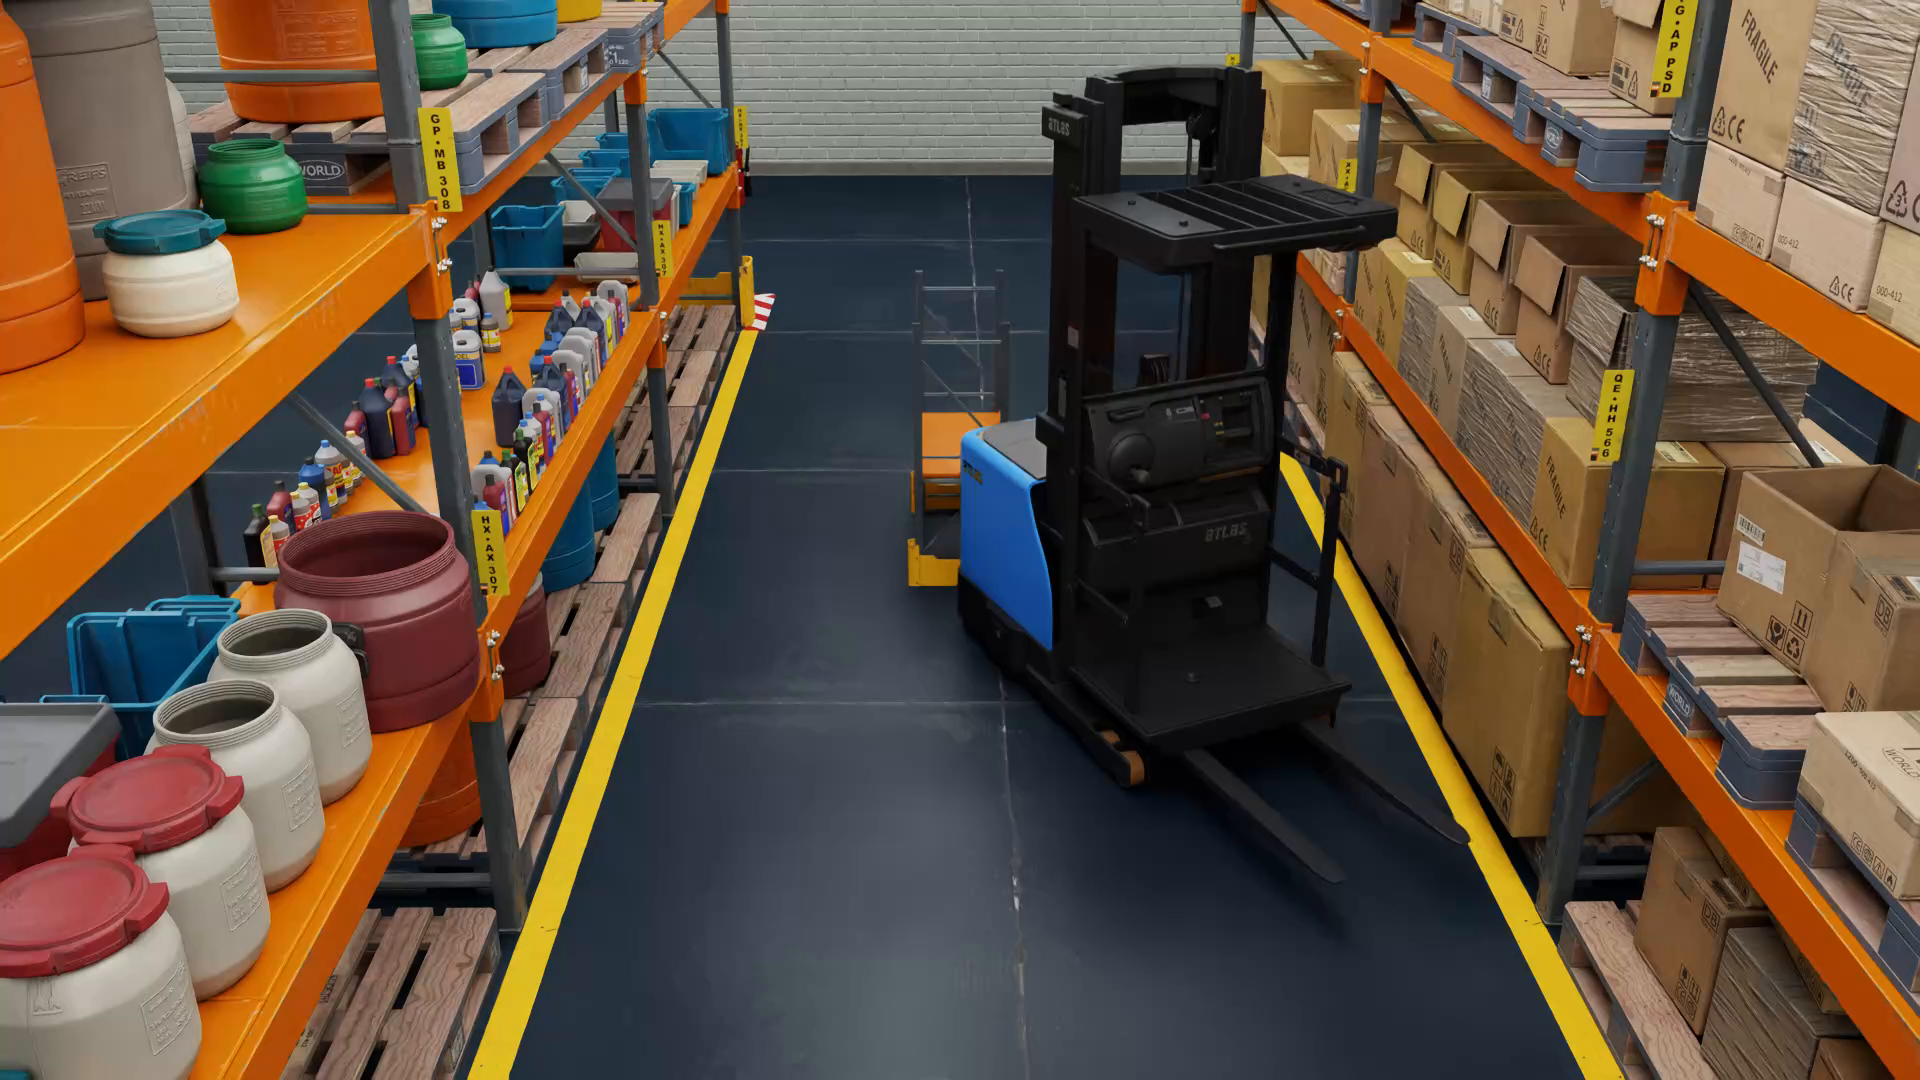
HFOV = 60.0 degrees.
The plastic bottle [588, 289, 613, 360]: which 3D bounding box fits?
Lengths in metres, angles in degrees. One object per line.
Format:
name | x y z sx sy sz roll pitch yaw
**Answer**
plastic bottle | -1.896 -1.122 8.651 0.144 0.351 0.185 0 24 -1

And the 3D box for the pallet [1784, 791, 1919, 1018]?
pallet | 2.826 1.007 4.116 1.003 0.211 1.213 0 24 -1

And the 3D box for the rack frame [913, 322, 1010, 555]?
rack frame | 0.006 -0.439 8.900 0.500 1.500 0.032 0 24 -1

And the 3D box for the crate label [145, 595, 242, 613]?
crate label | -2.559 0.378 5.477 0.303 0.233 0.416 0 24 -1

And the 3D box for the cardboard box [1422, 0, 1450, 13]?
cardboard box | 2.736 -2.909 8.270 0.700 0.500 0.500 0 24 1

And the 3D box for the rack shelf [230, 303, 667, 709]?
rack shelf | -2.211 -0.370 7.801 1.077 0.370 4.000 0 24 -1

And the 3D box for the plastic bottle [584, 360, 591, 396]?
plastic bottle | -1.866 -0.809 8.139 0.097 0.201 0.097 0 24 0

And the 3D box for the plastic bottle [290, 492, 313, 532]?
plastic bottle | -2.606 -0.090 6.551 0.097 0.201 0.097 0 24 0

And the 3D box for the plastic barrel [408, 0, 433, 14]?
plastic barrel | -2.359 -2.223 6.711 0.433 0.535 0.433 0 24 0

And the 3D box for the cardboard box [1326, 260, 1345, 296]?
cardboard box | 2.389 -1.554 9.850 0.380 0.149 0.250 0 24 0

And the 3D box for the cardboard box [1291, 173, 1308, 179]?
cardboard box | 2.439 -2.216 10.830 0.500 0.250 0.500 0 24 1

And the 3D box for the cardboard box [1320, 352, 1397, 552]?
cardboard box | 2.747 -0.504 9.292 1.225 0.875 0.875 0 24 0

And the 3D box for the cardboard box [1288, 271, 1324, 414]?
cardboard box | 2.783 -1.410 11.297 0.875 0.875 0.875 0 24 -1

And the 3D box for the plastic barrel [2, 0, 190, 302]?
plastic barrel | -2.397 -1.129 4.358 0.600 0.901 0.600 0 24 0

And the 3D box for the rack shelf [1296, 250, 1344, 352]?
rack shelf | 2.698 -2.040 11.494 1.077 0.370 4.000 0 24 -1

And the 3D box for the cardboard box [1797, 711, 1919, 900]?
cardboard box | 2.552 0.673 4.295 0.500 0.250 0.500 -1 24 -2

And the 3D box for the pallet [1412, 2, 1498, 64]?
pallet | 2.779 -2.446 8.110 0.805 0.209 1.217 -1 24 -3

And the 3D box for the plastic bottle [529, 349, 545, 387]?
plastic bottle | -2.016 -0.785 8.001 0.097 0.271 0.097 0 24 0

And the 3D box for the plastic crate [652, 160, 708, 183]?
plastic crate | -2.087 -2.742 12.420 0.396 0.136 0.243 0 24 -1

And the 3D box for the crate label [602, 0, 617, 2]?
crate label | -1.949 -2.971 9.360 0.293 0.136 0.466 0 24 -1

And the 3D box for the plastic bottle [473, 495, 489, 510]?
plastic bottle | -1.845 -0.043 6.360 0.097 0.271 0.097 0 24 0

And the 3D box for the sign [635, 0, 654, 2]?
sign | -1.683 -2.894 8.858 0.100 0.325 0.005 0 24 -1

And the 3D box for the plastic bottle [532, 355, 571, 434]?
plastic bottle | -1.884 -0.668 7.647 0.144 0.351 0.185 0 24 -1

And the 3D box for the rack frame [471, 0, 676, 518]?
rack frame | -2.233 -1.522 9.475 1.000 3.000 0.127 0 24 -1

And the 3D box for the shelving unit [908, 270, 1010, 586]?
shelving unit | 0.001 -0.652 9.371 0.587 1.500 1.083 0 24 -1

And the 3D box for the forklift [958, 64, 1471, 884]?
forklift | 1.076 -0.449 7.185 1.130 2.935 3.031 -11 27 -23

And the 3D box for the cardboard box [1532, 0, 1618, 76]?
cardboard box | 2.587 -2.106 6.495 0.500 0.500 0.500 1 24 2

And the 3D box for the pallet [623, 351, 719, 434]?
pallet | -2.296 -1.058 11.833 1.003 0.211 1.213 0 24 -1

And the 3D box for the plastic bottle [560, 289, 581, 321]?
plastic bottle | -2.040 -1.121 8.649 0.144 0.351 0.185 0 24 -1

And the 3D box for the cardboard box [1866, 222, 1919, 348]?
cardboard box | 2.534 -0.576 3.926 0.500 0.250 0.500 0 24 1

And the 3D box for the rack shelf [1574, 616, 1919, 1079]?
rack shelf | 2.785 1.256 4.206 1.077 0.370 4.000 0 24 -1

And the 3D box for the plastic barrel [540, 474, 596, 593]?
plastic barrel | -2.236 -0.241 8.680 0.600 0.901 0.708 0 24 -1

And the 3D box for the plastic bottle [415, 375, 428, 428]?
plastic bottle | -2.476 -0.666 7.739 0.097 0.271 0.097 0 24 0

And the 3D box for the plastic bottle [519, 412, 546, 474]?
plastic bottle | -1.855 -0.423 7.202 0.097 0.271 0.097 0 24 0

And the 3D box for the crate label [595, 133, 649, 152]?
crate label | -2.603 -3.018 12.913 0.416 0.233 0.303 0 24 -1

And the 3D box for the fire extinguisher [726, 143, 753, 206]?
fire extinguisher | -1.824 -3.029 13.354 0.296 0.674 0.183 0 24 -1

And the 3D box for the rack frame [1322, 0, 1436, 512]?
rack frame | 2.720 -1.544 9.524 1.000 3.000 0.127 0 24 -1

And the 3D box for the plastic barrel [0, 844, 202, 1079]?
plastic barrel | -1.945 1.015 3.700 0.433 0.535 0.433 0 24 0

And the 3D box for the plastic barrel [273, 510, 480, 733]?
plastic barrel | -1.881 0.254 5.383 0.600 0.536 0.708 0 24 -1

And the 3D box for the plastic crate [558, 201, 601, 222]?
plastic crate | -2.552 -2.145 11.100 0.293 0.136 0.466 0 24 -1

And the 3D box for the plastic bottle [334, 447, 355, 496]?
plastic bottle | -2.611 -0.291 6.995 0.097 0.201 0.097 0 24 0

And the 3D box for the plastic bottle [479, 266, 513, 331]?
plastic bottle | -2.553 -1.336 9.124 0.144 0.351 0.185 0 24 -1

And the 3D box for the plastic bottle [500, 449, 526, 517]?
plastic bottle | -1.832 -0.246 6.796 0.061 0.283 0.133 0 24 -1

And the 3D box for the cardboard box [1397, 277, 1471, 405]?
cardboard box | 2.486 -0.986 8.168 0.500 0.500 0.500 -1 24 -2

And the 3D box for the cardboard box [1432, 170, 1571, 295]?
cardboard box | 2.731 -1.501 8.089 0.797 0.503 0.637 0 24 0

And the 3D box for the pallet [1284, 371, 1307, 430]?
pallet | 2.774 -1.091 11.906 1.003 0.211 1.213 0 24 -1

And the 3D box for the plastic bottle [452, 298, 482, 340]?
plastic bottle | -2.605 -1.122 8.741 0.152 0.276 0.135 0 24 -1

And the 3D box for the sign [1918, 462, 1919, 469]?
sign | 3.306 -0.394 5.671 0.100 0.325 0.005 0 24 -1

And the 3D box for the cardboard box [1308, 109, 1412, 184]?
cardboard box | 2.446 -2.348 10.212 0.500 0.500 0.500 0 24 0

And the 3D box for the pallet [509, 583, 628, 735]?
pallet | -2.250 0.571 8.232 1.003 0.211 1.213 0 24 -1

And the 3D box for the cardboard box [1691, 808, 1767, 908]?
cardboard box | 2.801 0.977 5.539 0.500 0.250 0.500 1 24 2

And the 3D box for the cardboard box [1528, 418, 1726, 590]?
cardboard box | 2.510 -0.144 6.306 0.500 0.500 0.500 0 24 1

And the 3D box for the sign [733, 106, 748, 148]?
sign | -1.727 -3.254 13.106 0.100 0.325 0.005 0 24 -1

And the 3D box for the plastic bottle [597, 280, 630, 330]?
plastic bottle | -1.905 -1.304 9.144 0.152 0.276 0.135 0 24 -1

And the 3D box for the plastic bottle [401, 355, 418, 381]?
plastic bottle | -2.622 -0.746 7.915 0.097 0.271 0.097 0 24 0

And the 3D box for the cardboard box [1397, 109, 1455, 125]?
cardboard box | 2.973 -2.354 10.227 0.500 0.500 0.500 0 24 -1

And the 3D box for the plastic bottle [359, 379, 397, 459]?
plastic bottle | -2.593 -0.553 7.392 0.144 0.351 0.185 0 24 -1
